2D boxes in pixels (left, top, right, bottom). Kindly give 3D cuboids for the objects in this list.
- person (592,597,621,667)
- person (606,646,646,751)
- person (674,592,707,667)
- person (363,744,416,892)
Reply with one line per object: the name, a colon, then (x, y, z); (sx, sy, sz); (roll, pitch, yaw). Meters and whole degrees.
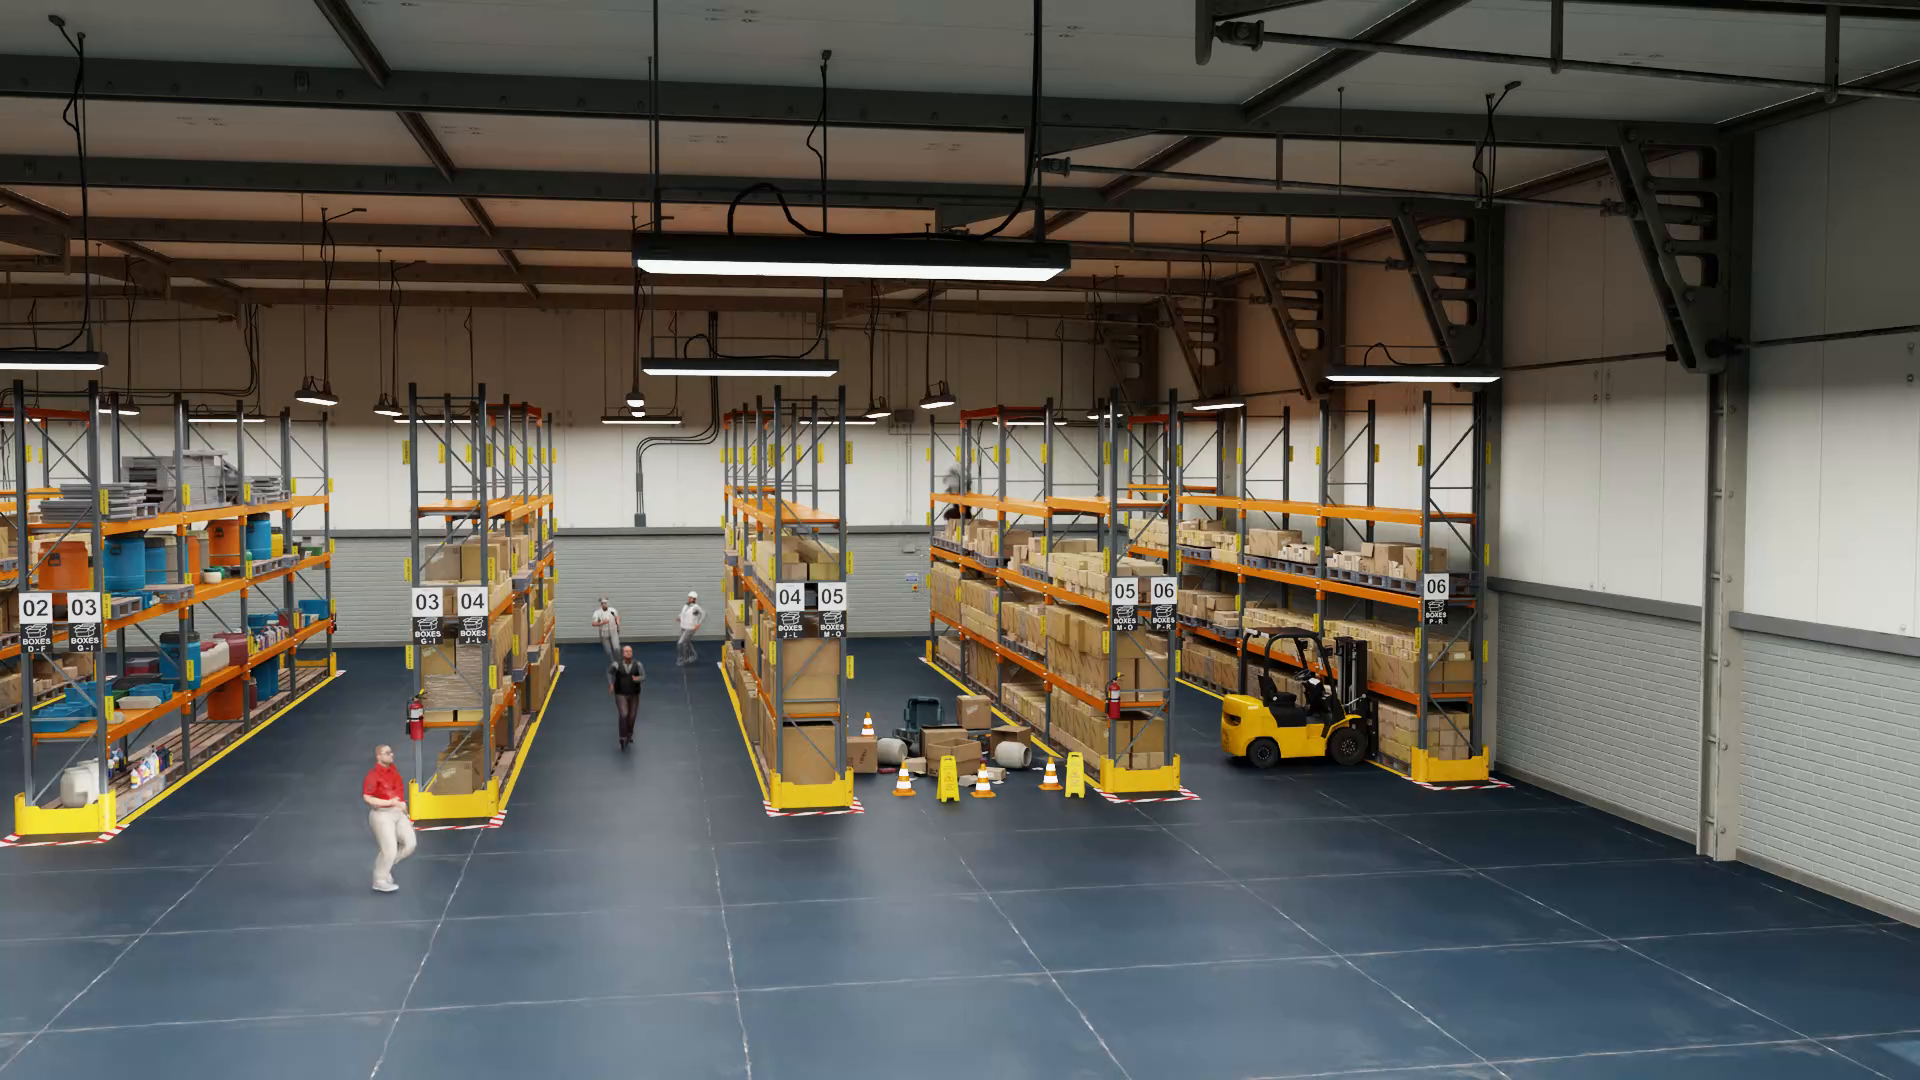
person: (-8.142, 2.192, 38.413); (0.729, 1.778, 0.780); (-1, 3, -17)
person: (-5.698, 2.700, 28.473); (0.625, 1.782, 0.767); (-1, 3, -25)
person: (-6.473, 2.128, 39.684); (0.745, 1.795, 0.708); (-3, 4, -44)
person: (-6.514, 3.184, 19.087); (0.588, 1.680, 0.652); (1, 3, 18)
